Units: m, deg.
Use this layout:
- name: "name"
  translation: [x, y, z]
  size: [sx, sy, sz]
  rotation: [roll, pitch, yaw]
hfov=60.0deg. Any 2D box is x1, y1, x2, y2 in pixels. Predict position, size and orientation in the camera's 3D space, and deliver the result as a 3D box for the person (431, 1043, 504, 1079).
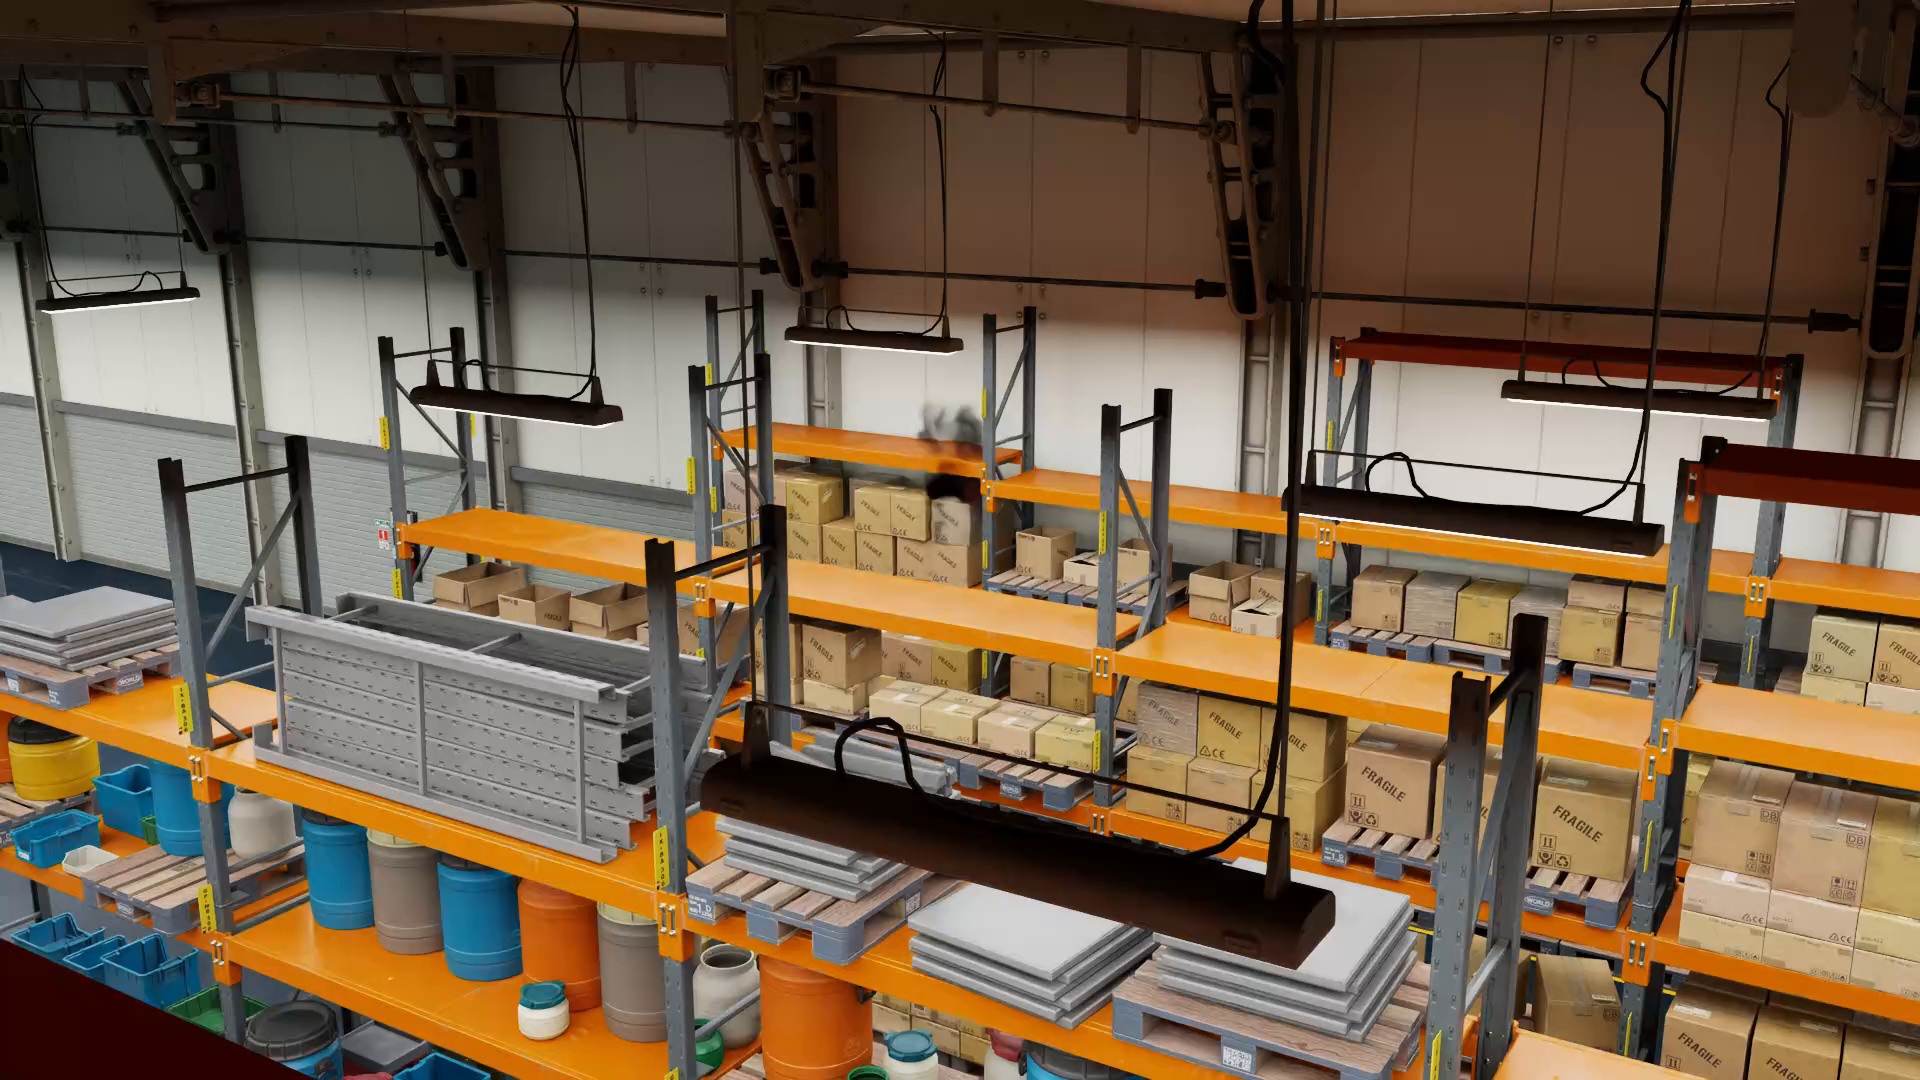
- name: "person"
  translation: [-4.161, 3.897, 13.860]
  size: [0.727, 1.805, 0.702]
  rotation: [6, 15, 22]
